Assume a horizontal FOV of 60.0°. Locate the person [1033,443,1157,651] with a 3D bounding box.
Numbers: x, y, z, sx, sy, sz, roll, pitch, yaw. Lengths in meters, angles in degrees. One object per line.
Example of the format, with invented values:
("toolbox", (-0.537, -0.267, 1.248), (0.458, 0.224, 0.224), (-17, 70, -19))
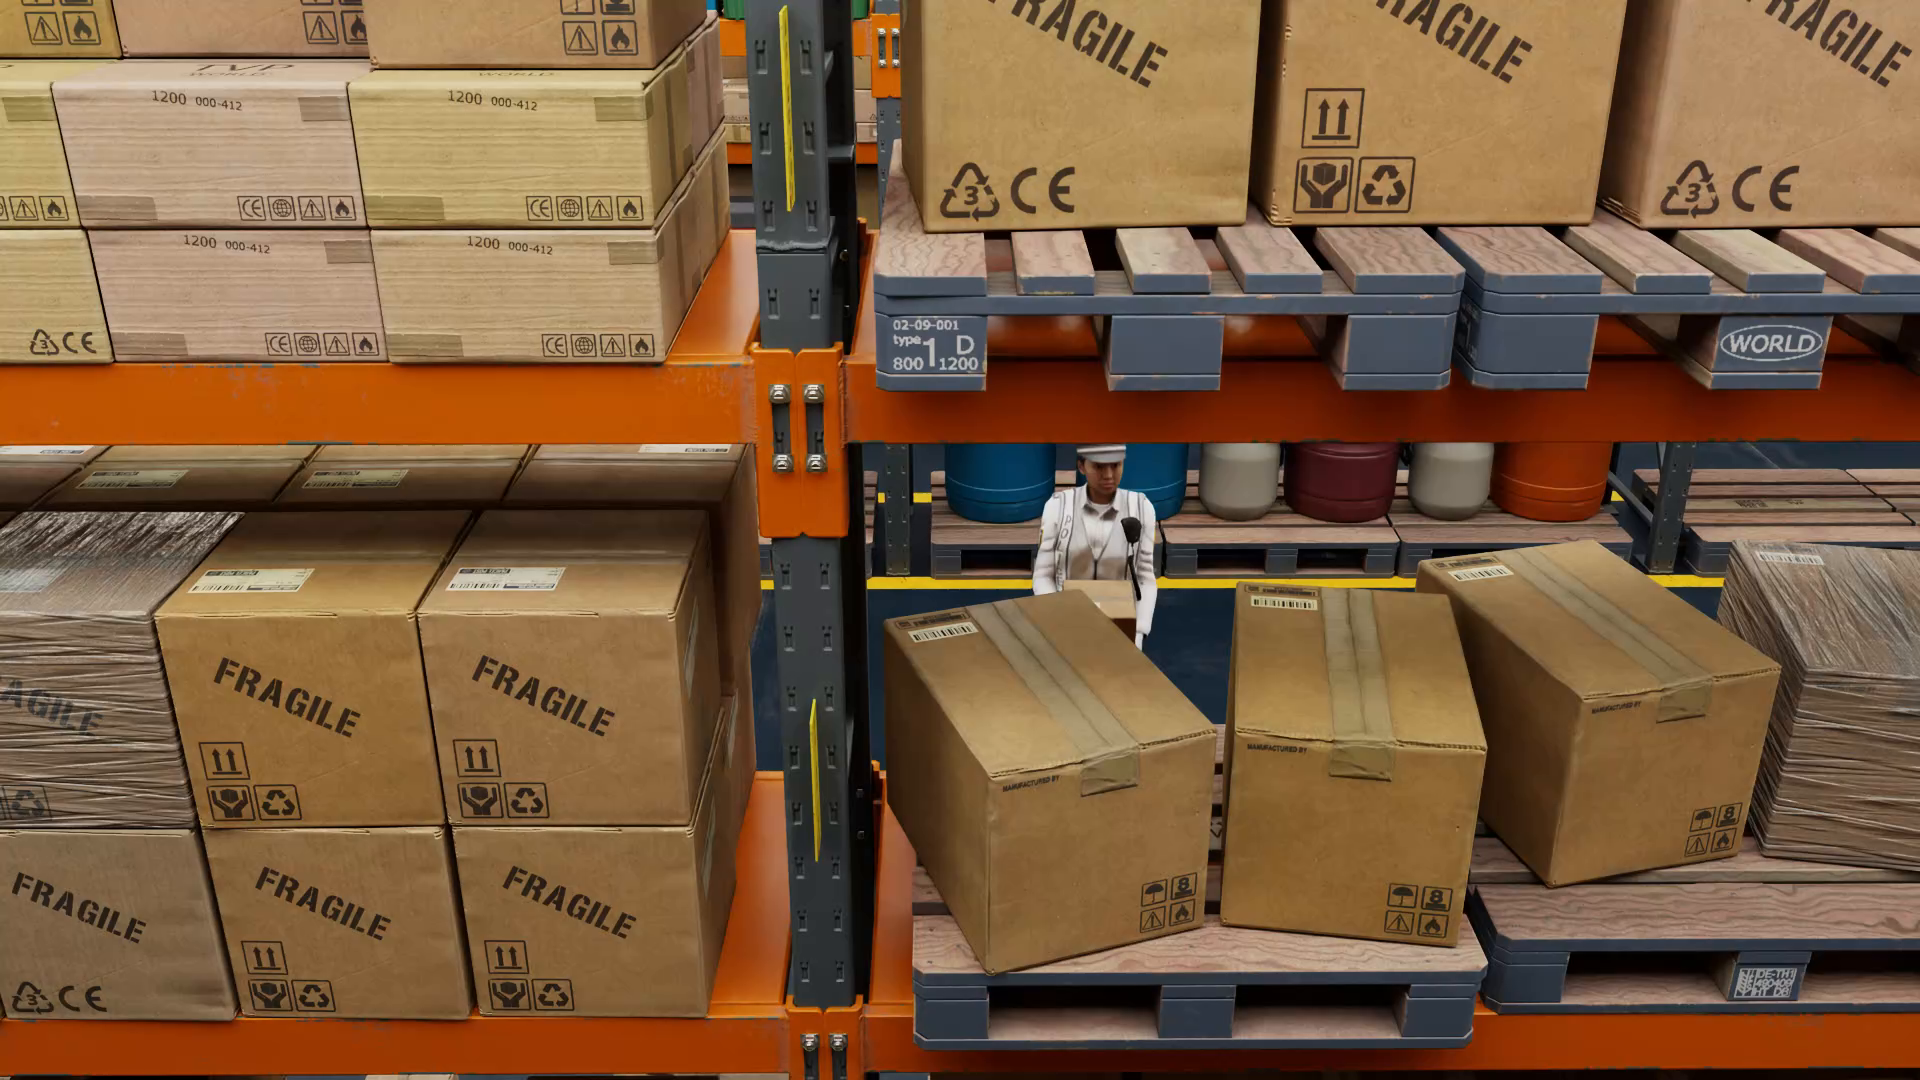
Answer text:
("person", (0.498, 0.384, 6.224), (0.459, 1.686, 0.560), (0, 24, 1))
